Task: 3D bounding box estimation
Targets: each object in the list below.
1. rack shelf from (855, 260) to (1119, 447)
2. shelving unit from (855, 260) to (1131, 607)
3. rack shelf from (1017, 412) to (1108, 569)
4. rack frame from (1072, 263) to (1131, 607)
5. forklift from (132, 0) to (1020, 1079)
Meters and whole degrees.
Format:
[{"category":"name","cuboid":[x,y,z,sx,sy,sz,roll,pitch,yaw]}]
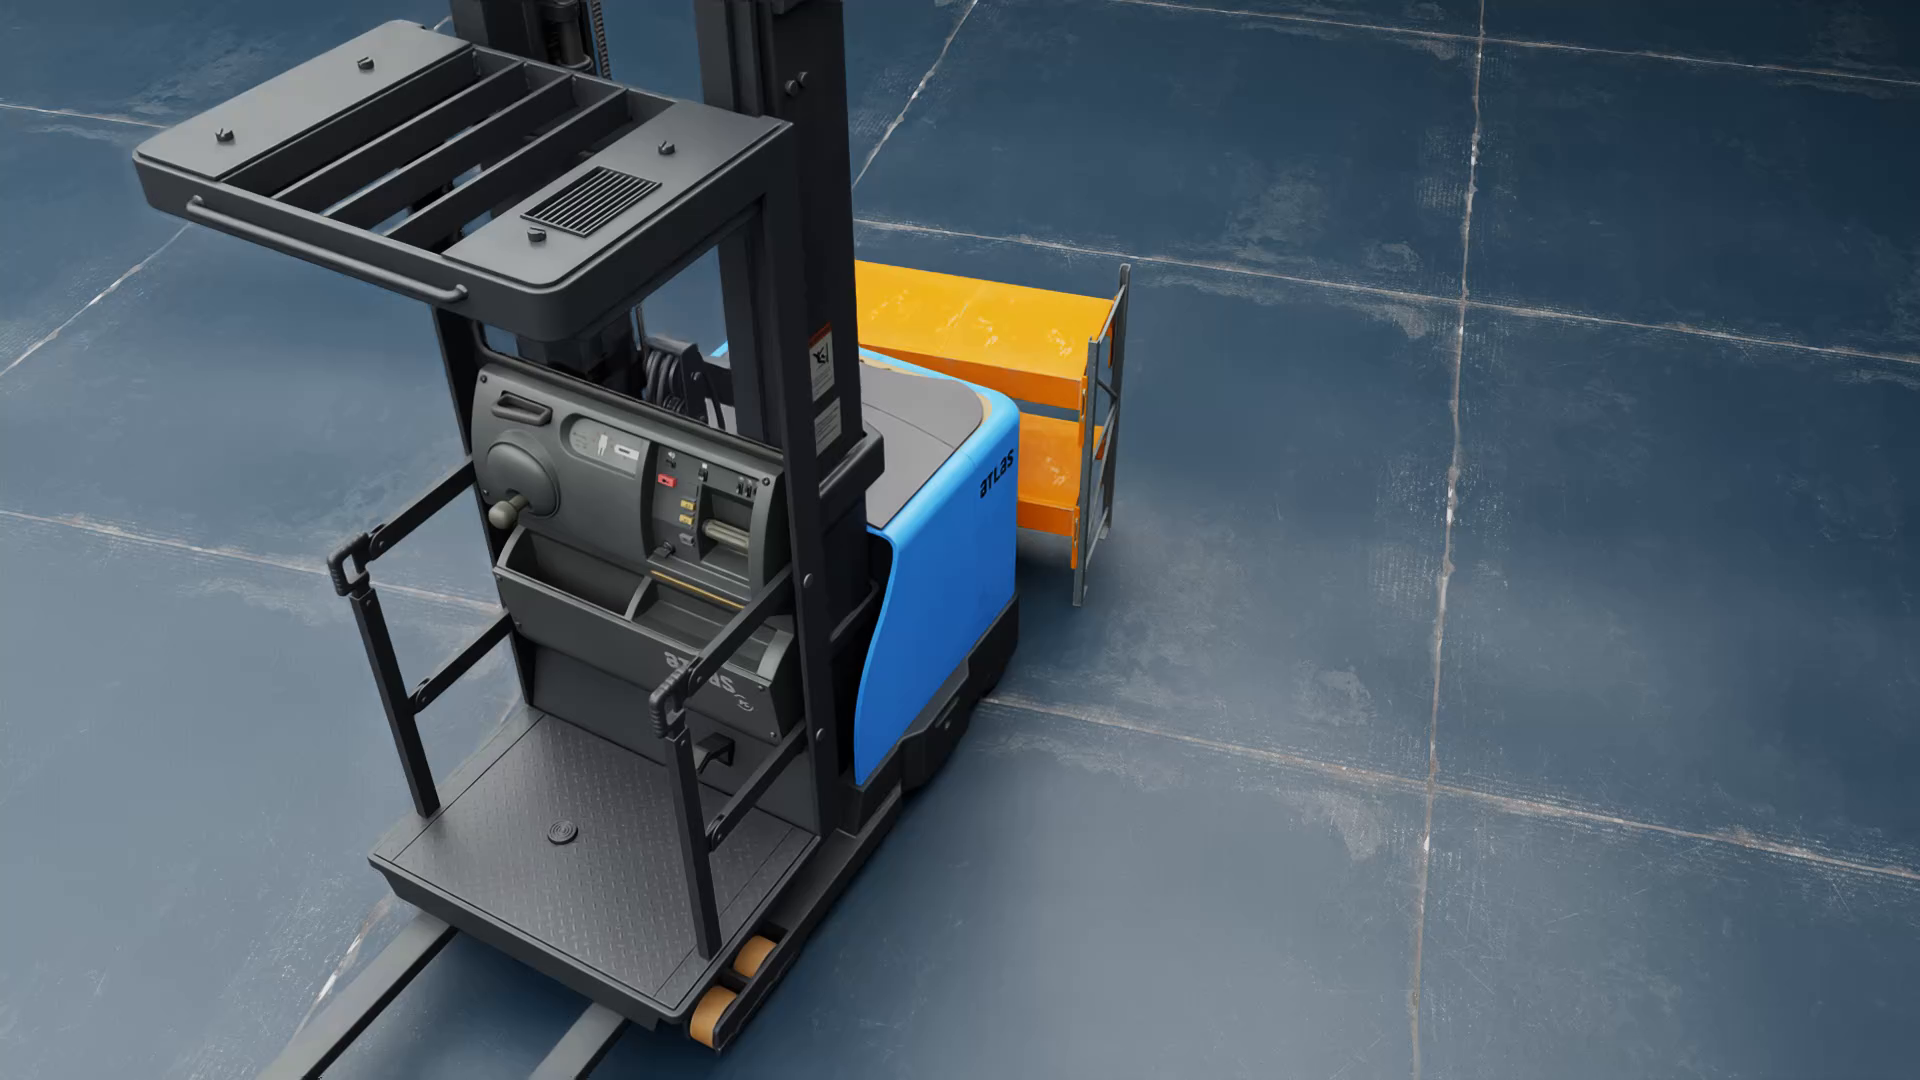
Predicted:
[{"category":"rack shelf","cuboid":[0.003,-0.665,5.712,1.000,0.278,0.538,11,41,13]},{"category":"shelving unit","cuboid":[0.003,-0.441,5.900,1.048,1.125,0.538,11,41,13]},{"category":"rack shelf","cuboid":[0.003,-0.253,6.057,1.000,0.278,0.538,11,41,13]},{"category":"rack frame","cuboid":[0.490,-0.347,5.788,0.032,1.125,0.500,11,41,13]},{"category":"forklift","cuboid":[-0.961,-0.064,4.047,1.130,2.935,3.031,20,44,22]}]
